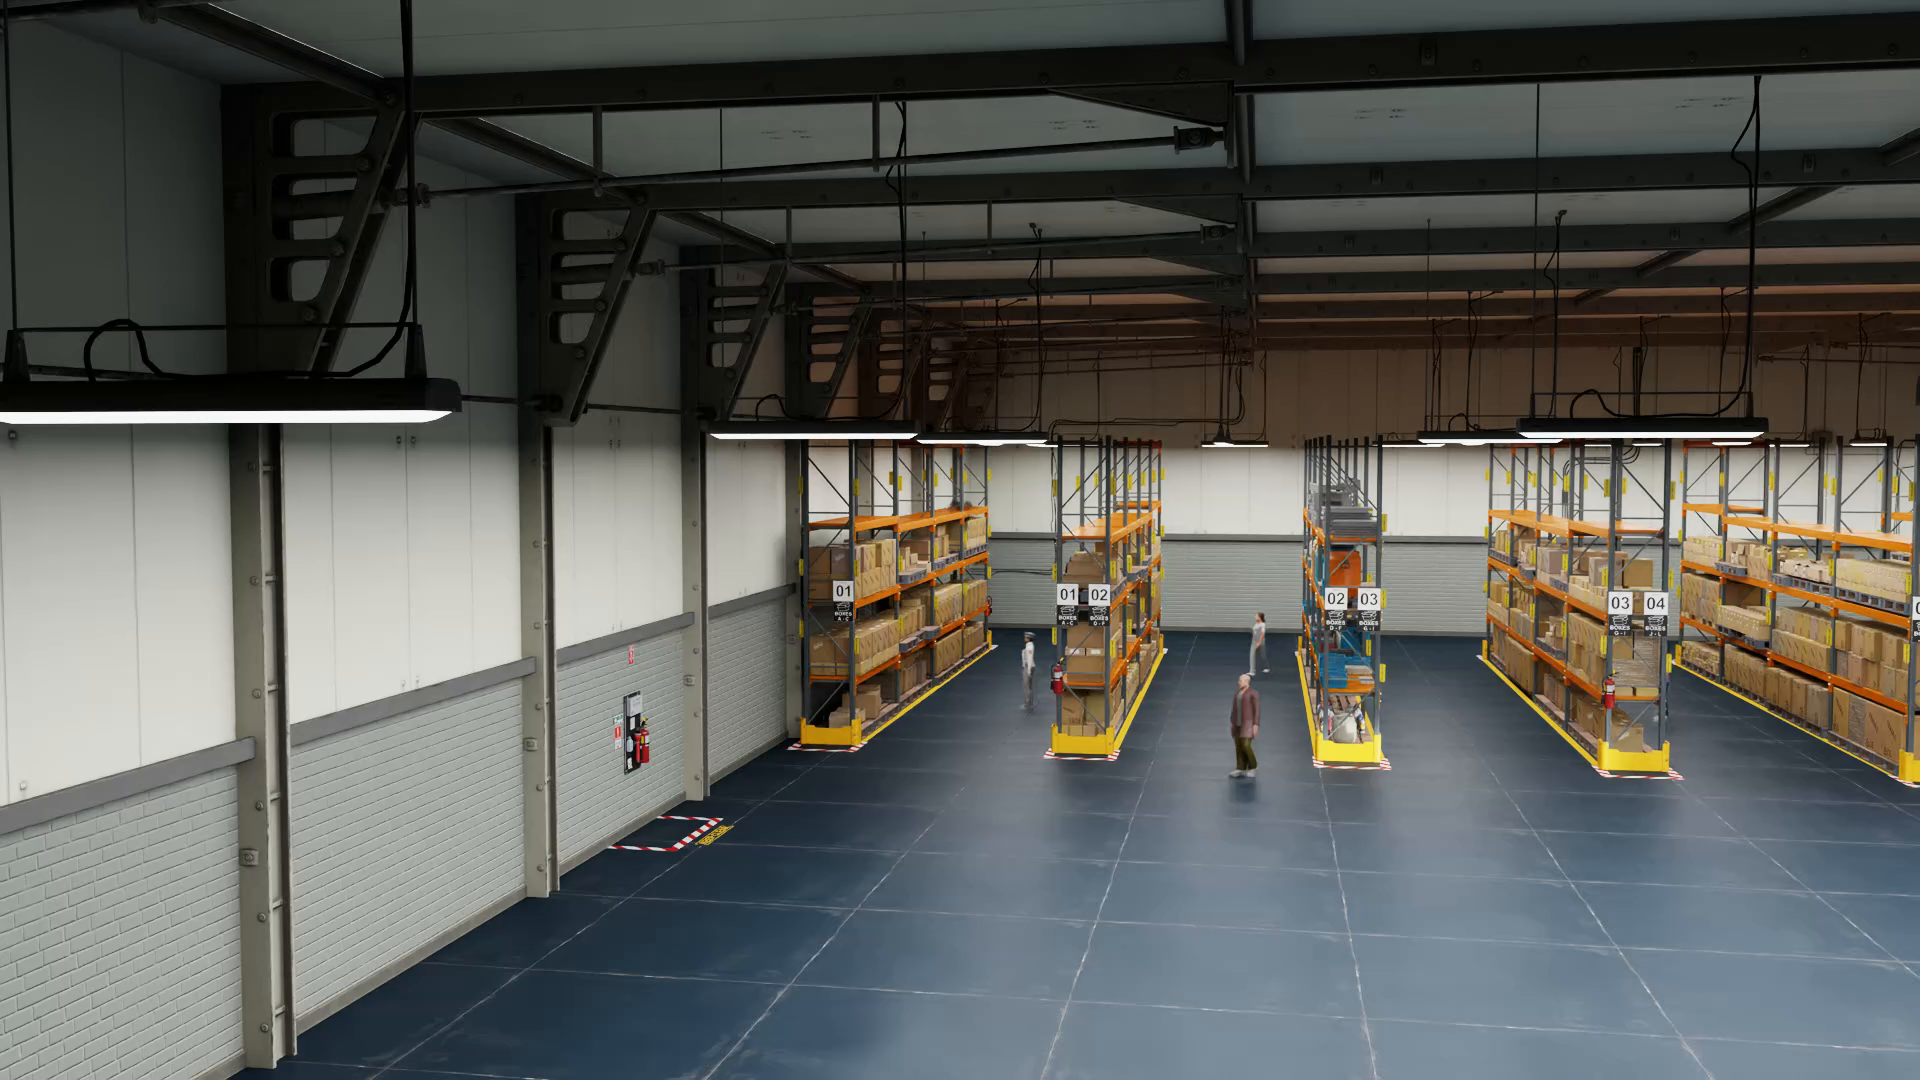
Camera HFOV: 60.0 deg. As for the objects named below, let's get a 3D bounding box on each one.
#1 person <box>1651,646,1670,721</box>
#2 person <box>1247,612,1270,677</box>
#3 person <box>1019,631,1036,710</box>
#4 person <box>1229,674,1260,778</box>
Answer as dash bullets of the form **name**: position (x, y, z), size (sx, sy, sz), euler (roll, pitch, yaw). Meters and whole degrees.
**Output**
- **person**: position (14.833, 3.021, 35.229), size (0.510, 1.613, 0.434), euler (-1, 3, -13)
- **person**: position (7.583, 2.635, 42.192), size (0.408, 1.621, 1.038), euler (2, 4, 30)
- **person**: position (1.504, 2.904, 36.925), size (0.352, 1.708, 0.582), euler (0, 3, 8)
- **person**: position (4.972, 3.247, 29.126), size (0.476, 1.782, 0.631), euler (-2, 4, -36)
